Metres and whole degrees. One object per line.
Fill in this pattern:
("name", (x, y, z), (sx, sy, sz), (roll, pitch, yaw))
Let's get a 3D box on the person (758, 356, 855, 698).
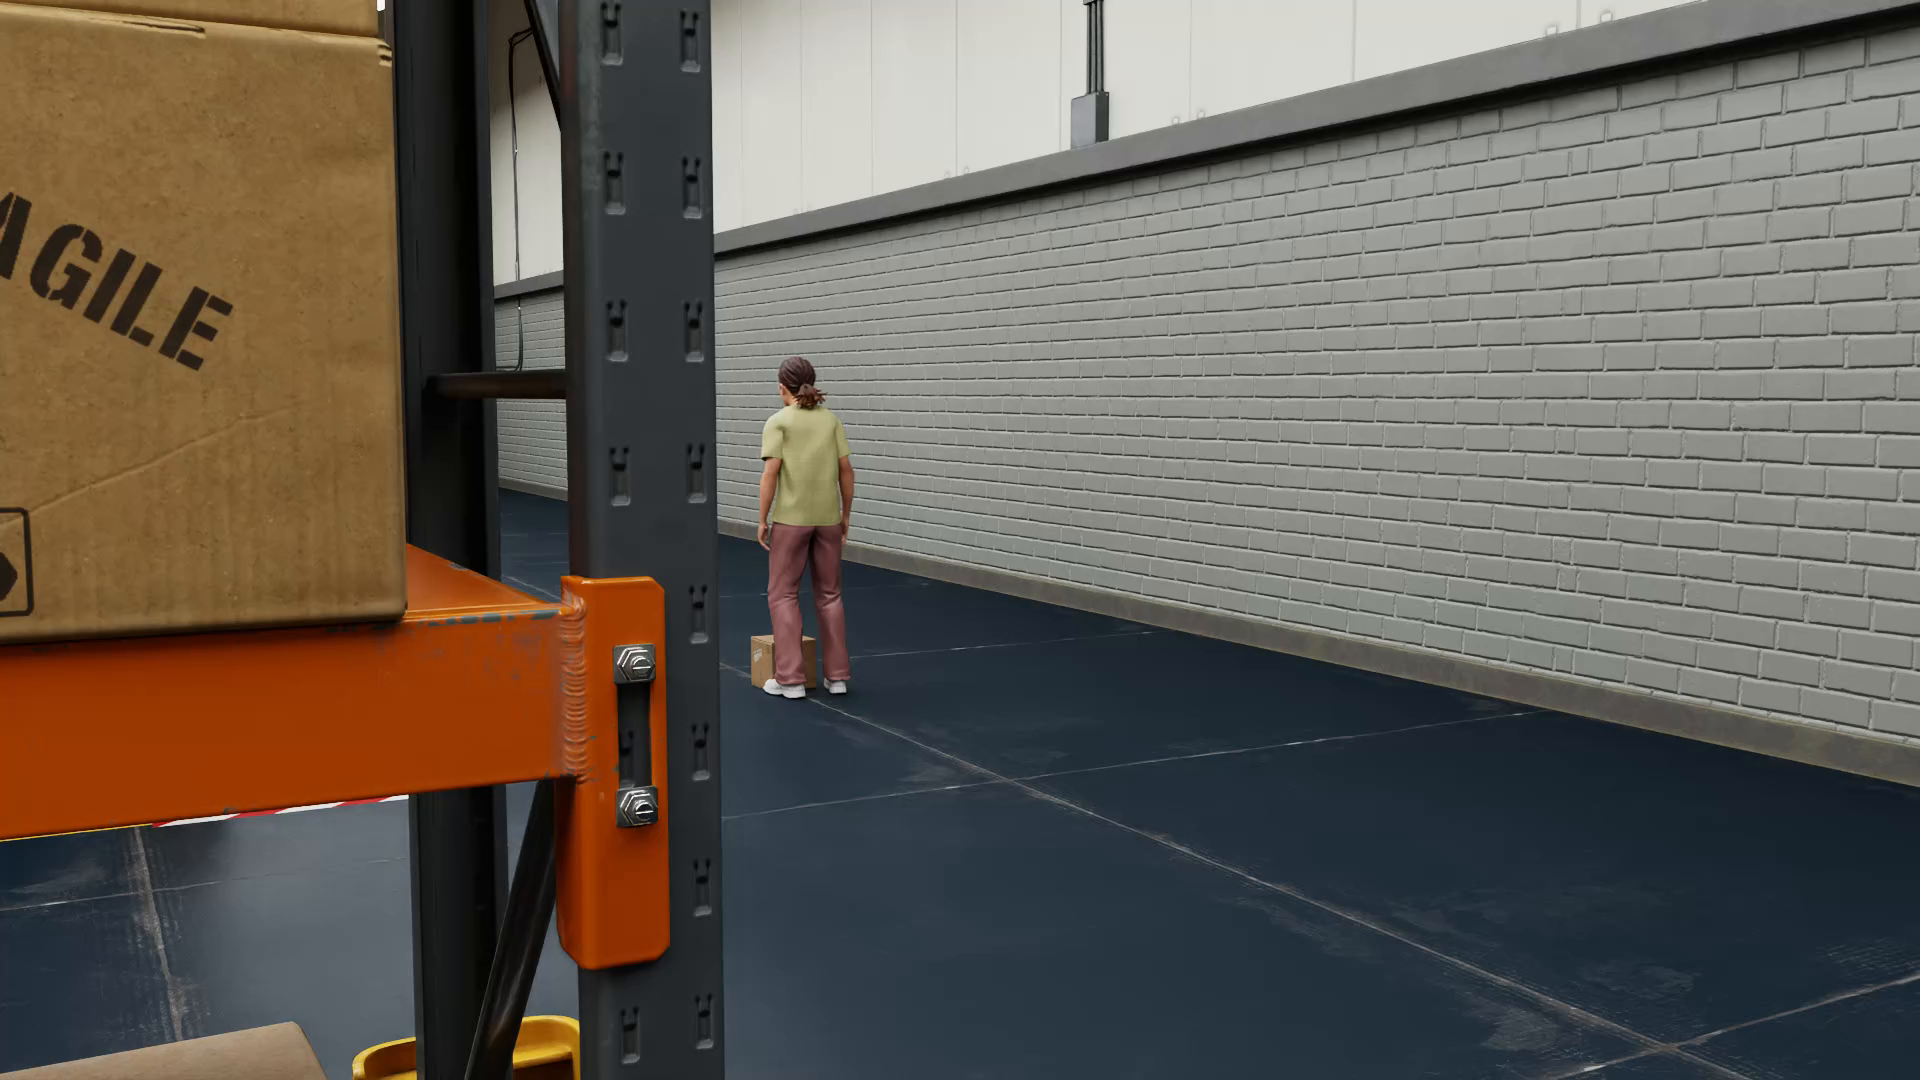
("person", (-0.769, -0.060, 8.211), (0.499, 1.660, 0.356), (-3, 6, -28))
